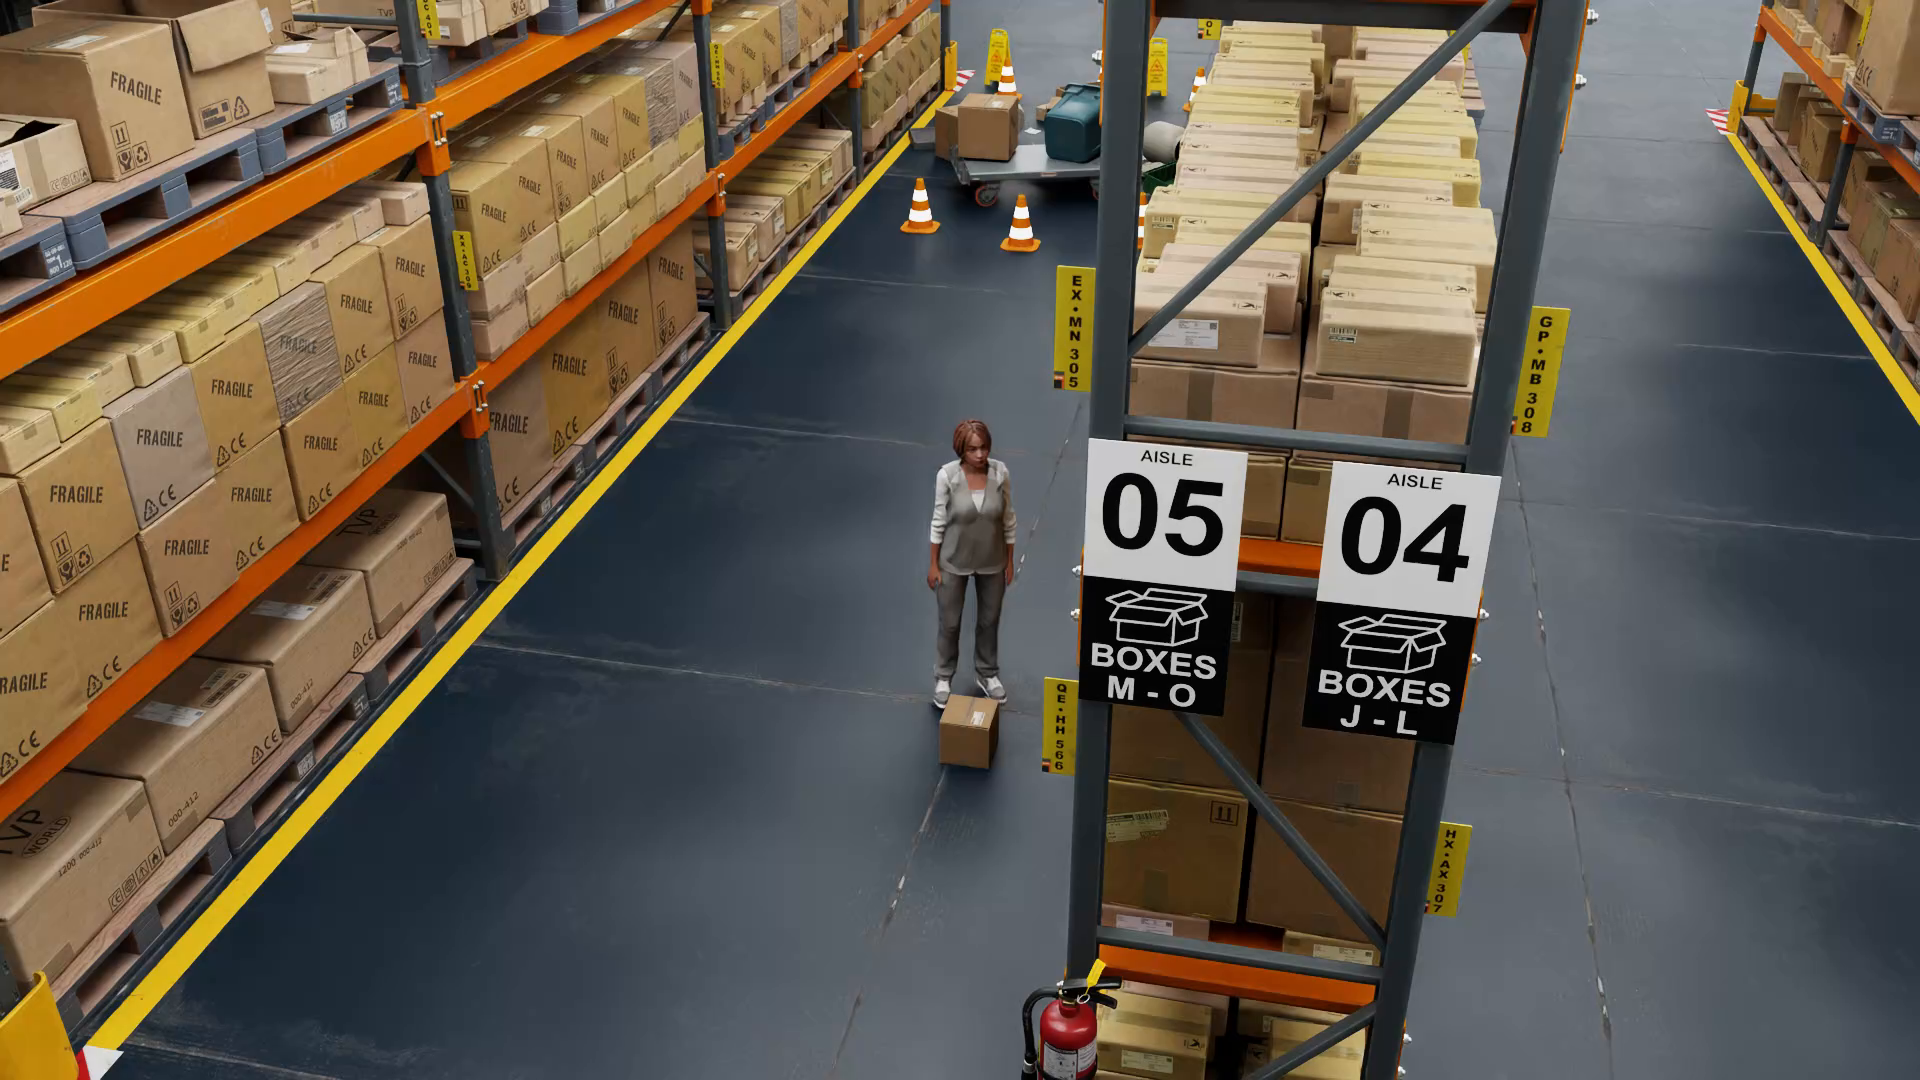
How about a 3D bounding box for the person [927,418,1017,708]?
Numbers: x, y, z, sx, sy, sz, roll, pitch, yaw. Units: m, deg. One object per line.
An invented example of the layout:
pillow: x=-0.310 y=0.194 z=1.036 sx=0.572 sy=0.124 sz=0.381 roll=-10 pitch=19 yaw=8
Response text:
person: x=0.059 y=0.121 z=8.358 sx=0.456 sy=1.599 sz=0.328 roll=-3 pitch=29 yaw=-6
